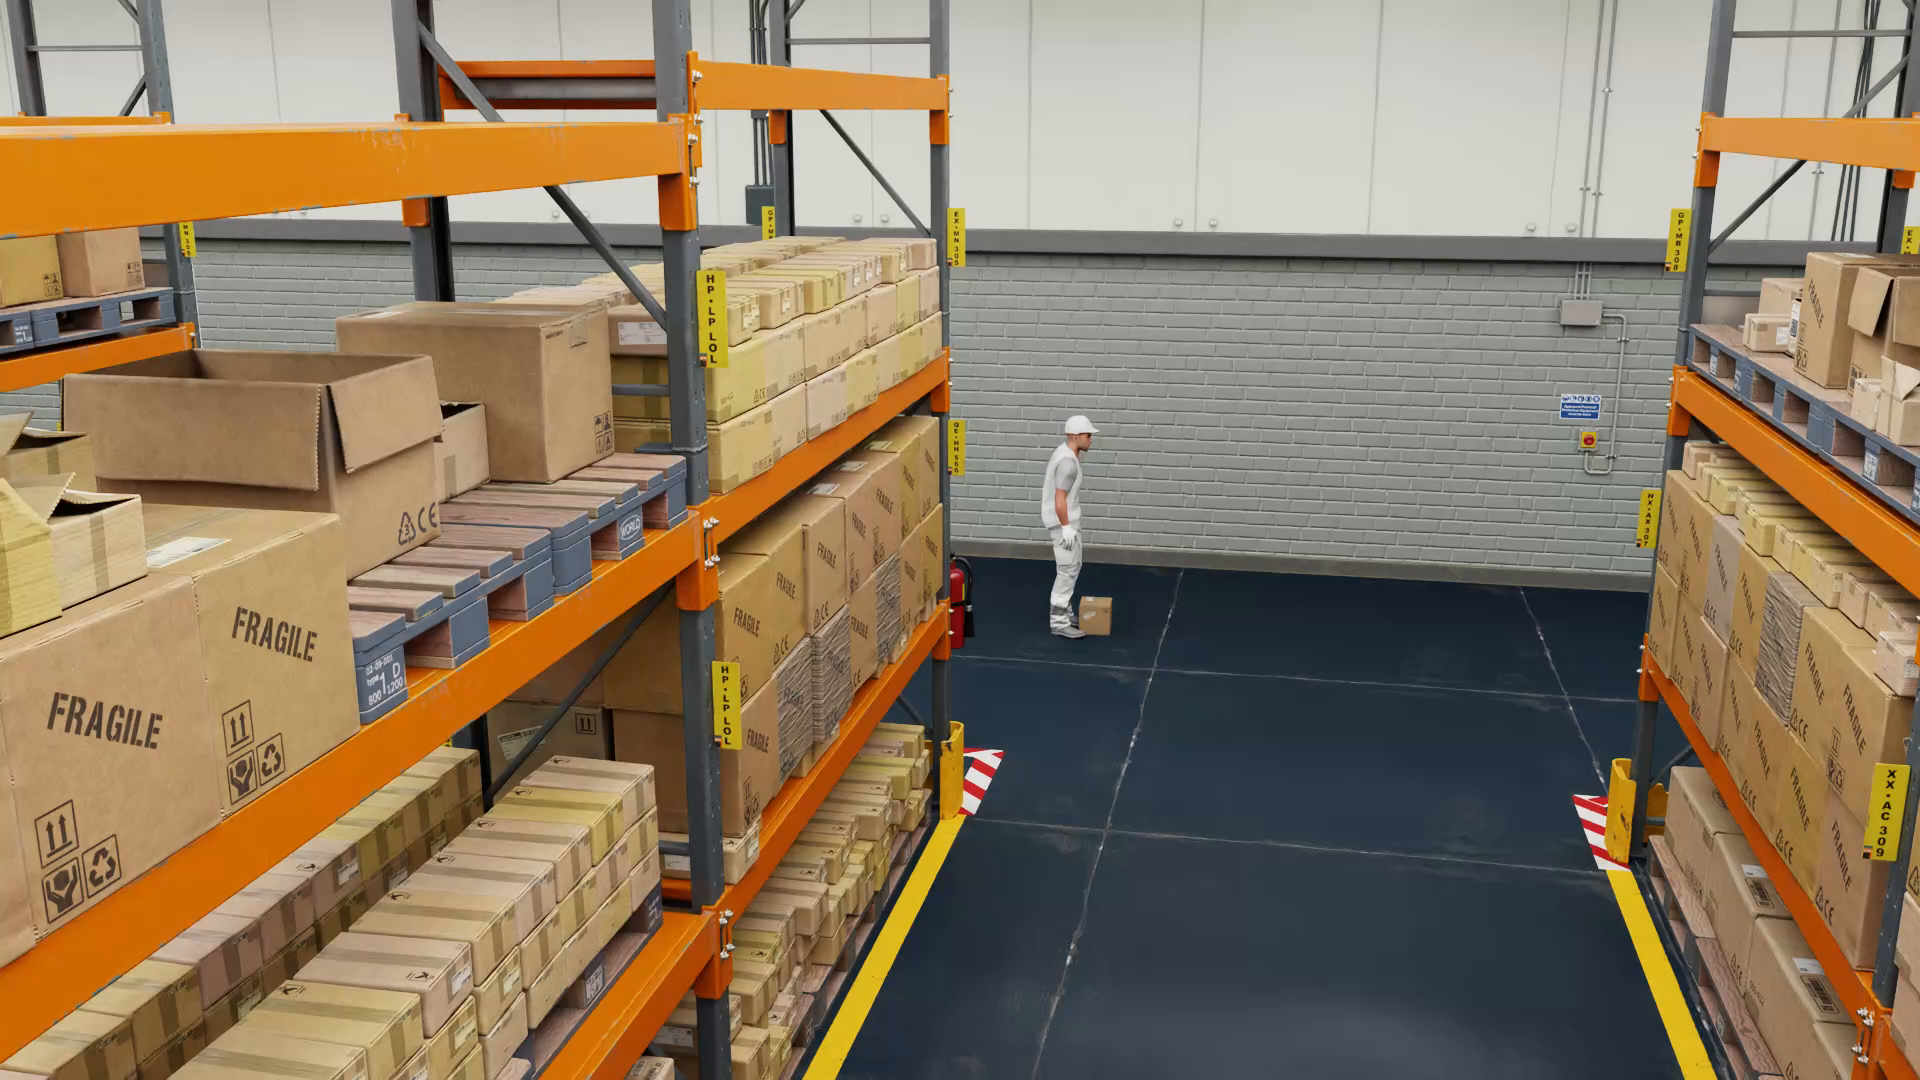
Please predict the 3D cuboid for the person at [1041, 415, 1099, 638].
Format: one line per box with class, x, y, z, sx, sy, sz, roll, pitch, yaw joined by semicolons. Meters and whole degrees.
person;0.886;-0.127;13.475;0.451;1.777;0.610;2;15;8
